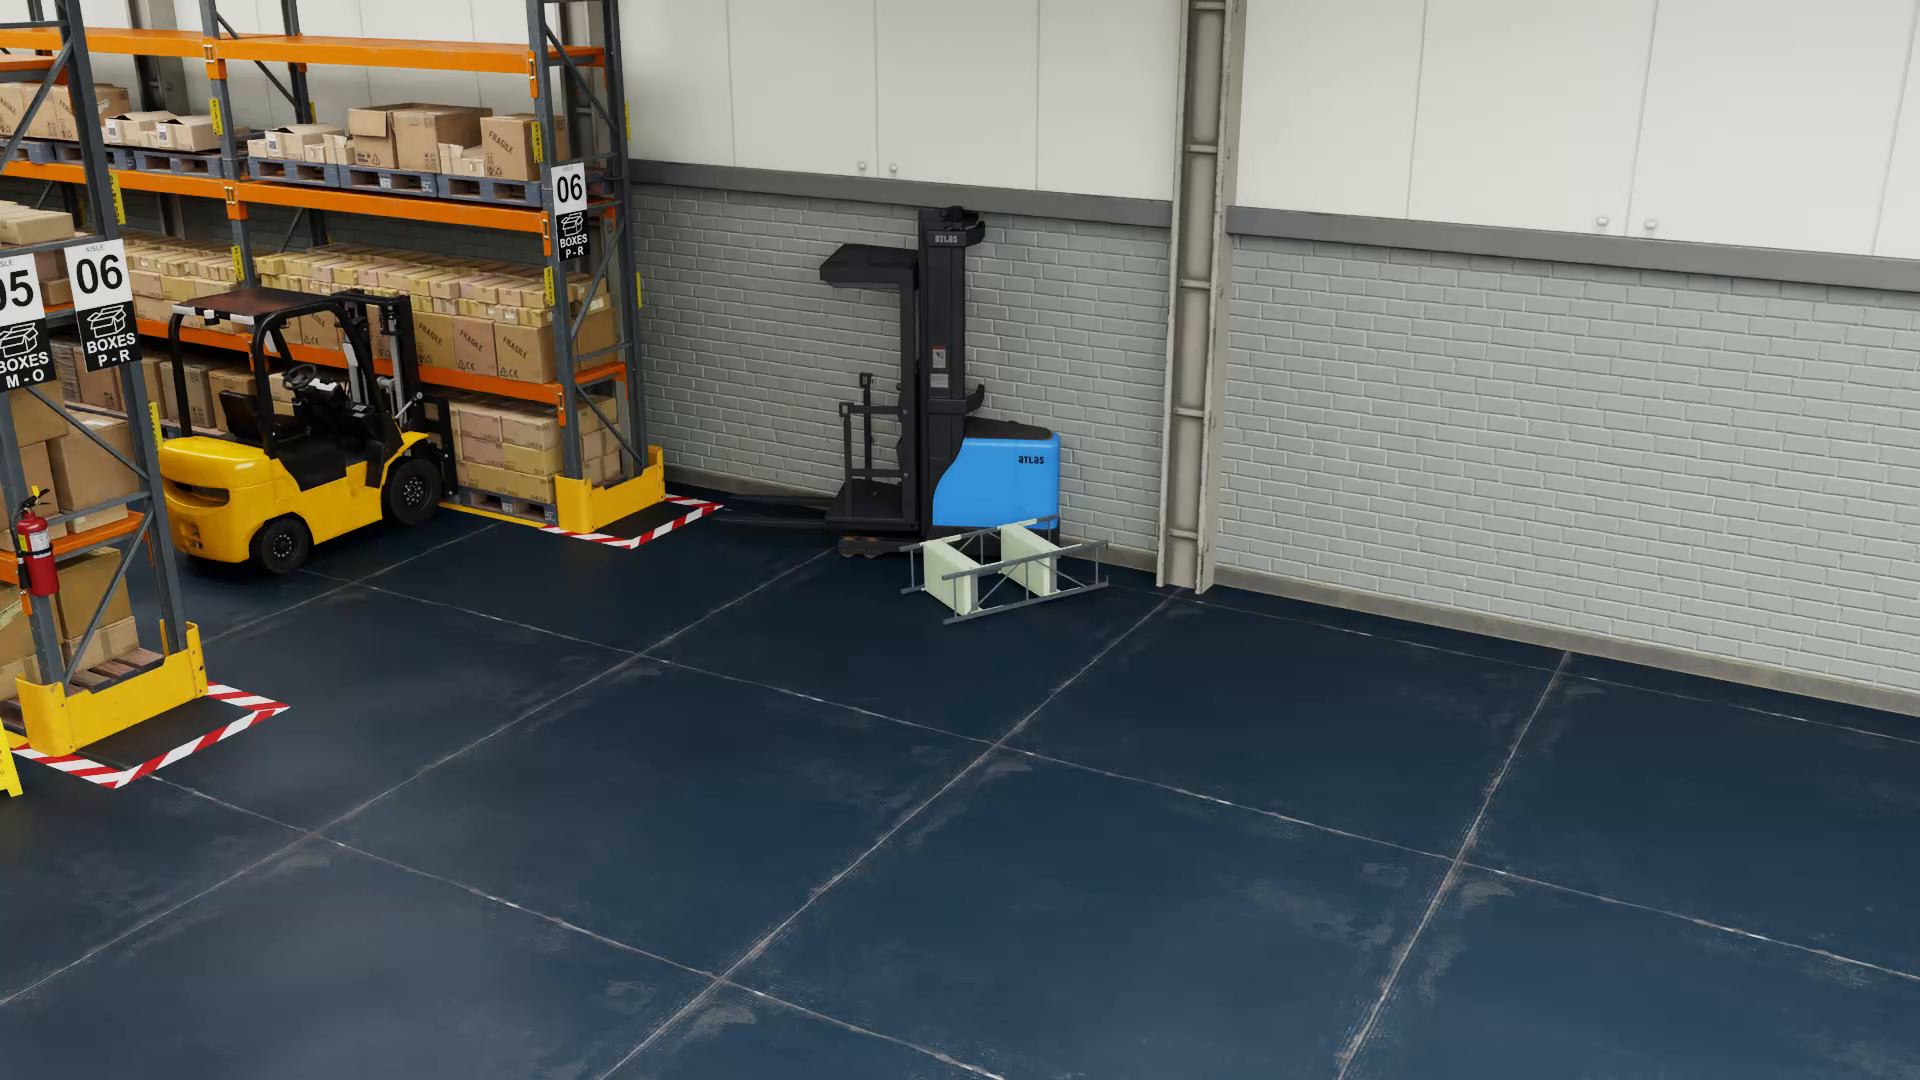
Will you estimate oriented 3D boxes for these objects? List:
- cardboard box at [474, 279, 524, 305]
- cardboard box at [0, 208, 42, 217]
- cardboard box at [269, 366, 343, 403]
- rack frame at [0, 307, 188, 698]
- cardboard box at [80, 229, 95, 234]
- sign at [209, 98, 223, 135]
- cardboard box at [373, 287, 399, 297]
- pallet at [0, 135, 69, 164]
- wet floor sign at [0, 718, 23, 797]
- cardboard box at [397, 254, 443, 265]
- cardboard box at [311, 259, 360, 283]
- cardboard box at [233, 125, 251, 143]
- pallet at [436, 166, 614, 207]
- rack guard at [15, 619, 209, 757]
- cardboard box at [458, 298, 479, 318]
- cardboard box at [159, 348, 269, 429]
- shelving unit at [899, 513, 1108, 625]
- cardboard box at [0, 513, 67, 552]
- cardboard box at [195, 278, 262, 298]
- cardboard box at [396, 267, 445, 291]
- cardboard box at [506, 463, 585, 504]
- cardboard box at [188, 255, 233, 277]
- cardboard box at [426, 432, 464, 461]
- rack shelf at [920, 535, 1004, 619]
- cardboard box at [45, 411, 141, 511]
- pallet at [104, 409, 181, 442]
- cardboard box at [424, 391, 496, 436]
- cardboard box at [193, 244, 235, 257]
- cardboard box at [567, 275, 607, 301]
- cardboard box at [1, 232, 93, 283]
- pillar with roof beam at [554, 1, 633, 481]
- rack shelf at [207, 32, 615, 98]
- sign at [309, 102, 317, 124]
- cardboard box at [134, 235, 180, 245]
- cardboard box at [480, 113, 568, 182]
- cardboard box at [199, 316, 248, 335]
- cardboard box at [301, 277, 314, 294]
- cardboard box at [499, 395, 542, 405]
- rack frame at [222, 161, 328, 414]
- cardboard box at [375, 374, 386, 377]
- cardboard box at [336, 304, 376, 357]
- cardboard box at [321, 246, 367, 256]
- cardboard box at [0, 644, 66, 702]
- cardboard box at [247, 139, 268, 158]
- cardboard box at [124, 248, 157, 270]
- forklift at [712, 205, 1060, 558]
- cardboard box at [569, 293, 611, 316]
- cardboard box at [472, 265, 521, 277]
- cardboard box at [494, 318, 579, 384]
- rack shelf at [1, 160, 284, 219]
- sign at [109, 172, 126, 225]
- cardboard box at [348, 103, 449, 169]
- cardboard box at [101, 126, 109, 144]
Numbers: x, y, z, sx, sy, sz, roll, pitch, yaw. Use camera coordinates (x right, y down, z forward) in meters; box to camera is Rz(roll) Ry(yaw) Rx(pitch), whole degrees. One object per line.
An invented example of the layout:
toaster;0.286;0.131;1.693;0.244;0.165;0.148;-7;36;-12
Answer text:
cardboard box;-4.106;-2.219;14.846;0.250;0.149;0.380;11;23;28
cardboard box;-6.074;-2.008;10.601;0.250;0.149;0.380;11;23;27
cardboard box;-6.441;-1.529;16.429;0.500;0.250;0.500;10;22;26
rack frame;-5.636;-0.185;10.773;0.127;3.000;1.000;11;23;27
cardboard box;-9.537;-3.341;18.377;0.250;0.149;0.380;11;23;29
sign;-6.966;-3.966;15.579;0.005;0.325;0.100;11;23;27
cardboard box;-5.220;-2.286;15.467;0.250;0.149;0.380;10;22;26
pallet;-9.566;-4.228;17.799;1.003;0.211;1.213;12;23;30
wet floor sign;-5.992;1.272;10.209;0.267;0.644;0.232;-16;26;-38
cardboard box;-5.182;-2.634;15.992;0.250;0.149;0.380;11;22;27
cardboard box;-5.903;-2.549;15.756;0.250;0.149;0.380;11;23;28
cardboard box;-7.355;-4.064;16.675;0.250;0.149;0.380;11;23;27
pallet;-3.823;-3.157;14.697;1.213;0.211;1.003;11;23;27
rack guard;-5.702;0.978;11.234;0.348;0.500;1.175;11;23;27
cardboard box;-4.303;-2.129;15.034;0.250;0.149;0.380;11;22;27
cardboard box;-7.845;-1.624;17.607;0.625;0.625;0.875;11;22;27
shelving unit;0.356;0.215;13.384;1.500;0.431;0.755;-12;23;-26
cardboard box;-6.066;-0.065;10.811;0.250;0.149;0.380;12;23;29
cardboard box;-7.264;-2.498;16.638;0.500;0.250;0.500;10;22;26
cardboard box;-4.976;-2.405;15.359;0.250;0.149;0.380;11;23;28
cardboard box;-3.782;-0.552;15.201;0.500;0.250;0.500;11;23;28
cardboard box;-7.539;-2.765;16.787;0.250;0.149;0.380;11;23;27
cardboard box;-4.689;-0.957;15.585;0.500;0.250;0.500;10;22;26
rack shelf;0.013;0.288;13.213;0.370;0.431;0.720;-12;23;-26
cardboard box;-5.914;-0.533;11.150;0.500;0.500;0.500;10;22;26
pallet;-8.442;-1.331;18.022;1.213;0.211;1.003;11;23;27
cardboard box;-4.666;-1.186;15.482;0.500;0.250;0.500;11;23;28
cardboard box;-7.777;-2.990;17.408;0.250;0.149;0.380;11;23;27
cardboard box;-3.407;-2.274;14.999;0.250;0.149;0.380;10;22;26
cardboard box;-5.945;-1.827;10.685;0.500;0.250;0.500;10;22;26
pillar with roof beam;-5.486;-3.586;11.351;0.400;9.000;9.100;11;23;27
rack shelf;-4.964;-4.289;14.933;4.000;0.370;1.077;11;23;27
sign;-6.441;-4.184;16.525;0.005;0.325;0.100;11;23;27
cardboard box;-8.643;-3.177;17.923;0.250;0.149;0.380;10;22;26
cardboard box;-3.723;-3.365;14.234;0.500;0.500;0.500;12;23;29
cardboard box;-7.278;-2.263;16.724;0.500;0.250;0.500;11;23;29
cardboard box;-6.092;-2.471;15.978;0.250;0.149;0.380;11;23;27
cardboard box;-3.983;-1.256;15.677;0.500;0.250;0.500;11;23;27
rack frame;-6.710;-2.328;16.682;0.127;3.000;1.000;11;23;27
cardboard box;-5.737;-1.599;16.622;0.500;0.250;0.500;10;22;27
cardboard box;-5.545;-2.058;15.791;0.500;0.500;0.500;11;22;27
cardboard box;-6.085;-2.803;16.456;0.250;0.149;0.380;10;22;26
cardboard box;-6.494;0.852;11.331;0.500;0.250;0.500;11;23;27
cardboard box;-6.467;-3.699;15.670;0.250;0.149;0.380;11;23;28
cardboard box;-8.516;-2.895;17.148;0.250;0.149;0.380;10;22;26
forklift;-0.623;-1.402;14.231;3.031;2.935;1.130;2;20;6
cardboard box;-3.388;-2.148;15.089;0.250;0.149;0.380;10;22;26
cardboard box;-4.308;-2.449;15.482;0.250;0.149;0.380;12;23;29
cardboard box;-3.776;-1.714;14.841;0.500;0.500;0.500;10;22;26
rack shelf;-8.456;-3.733;17.210;4.000;0.370;1.077;11;23;27
sign;-5.371;-2.167;10.558;0.005;0.325;0.100;11;23;27
cardboard box;-5.061;-3.676;15.084;0.637;0.503;0.797;12;23;29
cardboard box;-8.492;-4.085;16.733;0.250;0.149;0.380;10;22;27
